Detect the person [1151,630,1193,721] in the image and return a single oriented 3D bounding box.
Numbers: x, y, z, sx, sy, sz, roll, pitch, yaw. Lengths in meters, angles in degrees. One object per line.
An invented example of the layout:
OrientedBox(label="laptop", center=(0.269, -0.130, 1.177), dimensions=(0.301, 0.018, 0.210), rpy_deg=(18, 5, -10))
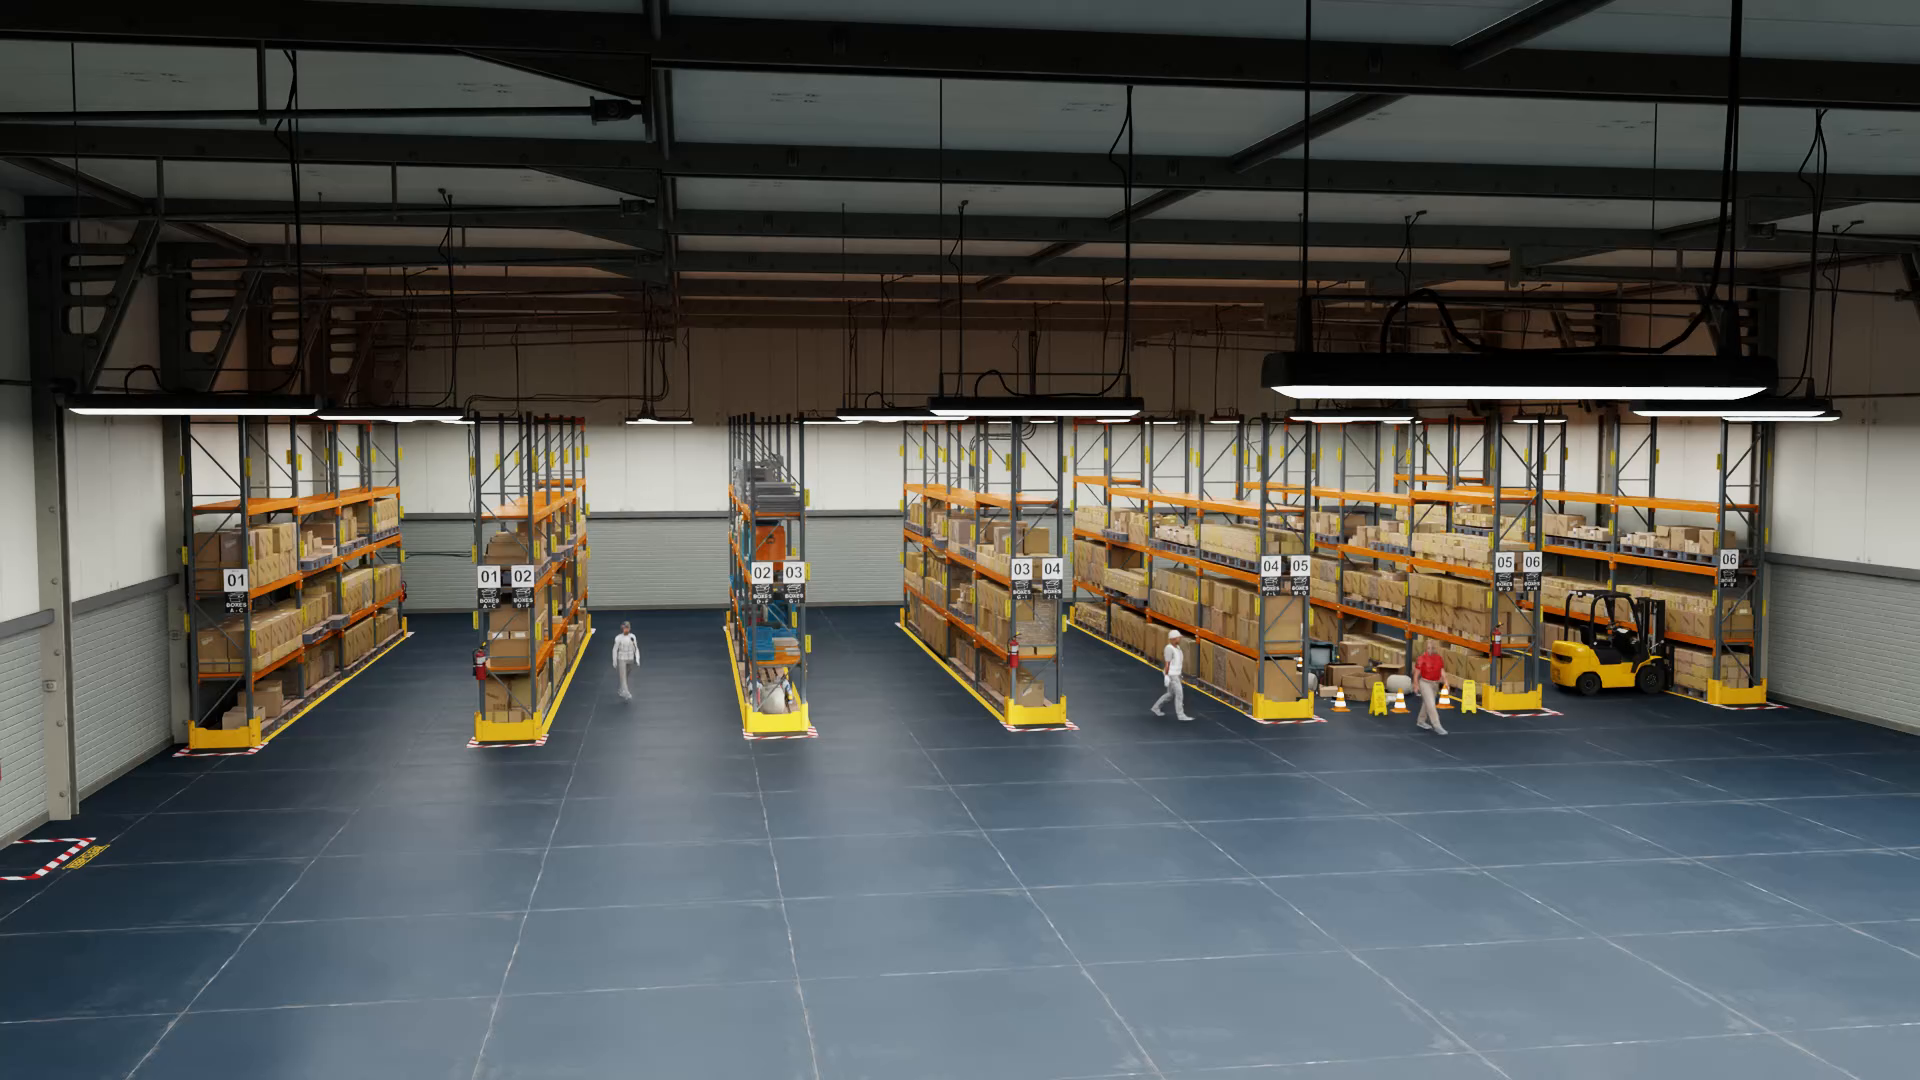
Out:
OrientedBox(label="person", center=(4.165, 2.634, 32.547), dimensions=(0.906, 1.756, 0.610), rpy_deg=(2, 4, 23))

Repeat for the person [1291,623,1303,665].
OrientedBox(label="person", center=(8.128, 2.151, 39.557), dimensions=(0.518, 1.808, 0.542), rpy_deg=(-1, 4, -20))

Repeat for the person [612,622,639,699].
OrientedBox(label="person", center=(-6.972, 2.516, 34.855), dimensions=(0.517, 1.620, 1.036), rpy_deg=(-3, 5, -39))

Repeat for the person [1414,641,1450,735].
OrientedBox(label="person", center=(8.869, 2.738, 31.132), dimensions=(0.555, 1.690, 0.948), rpy_deg=(-2, 4, -27))
